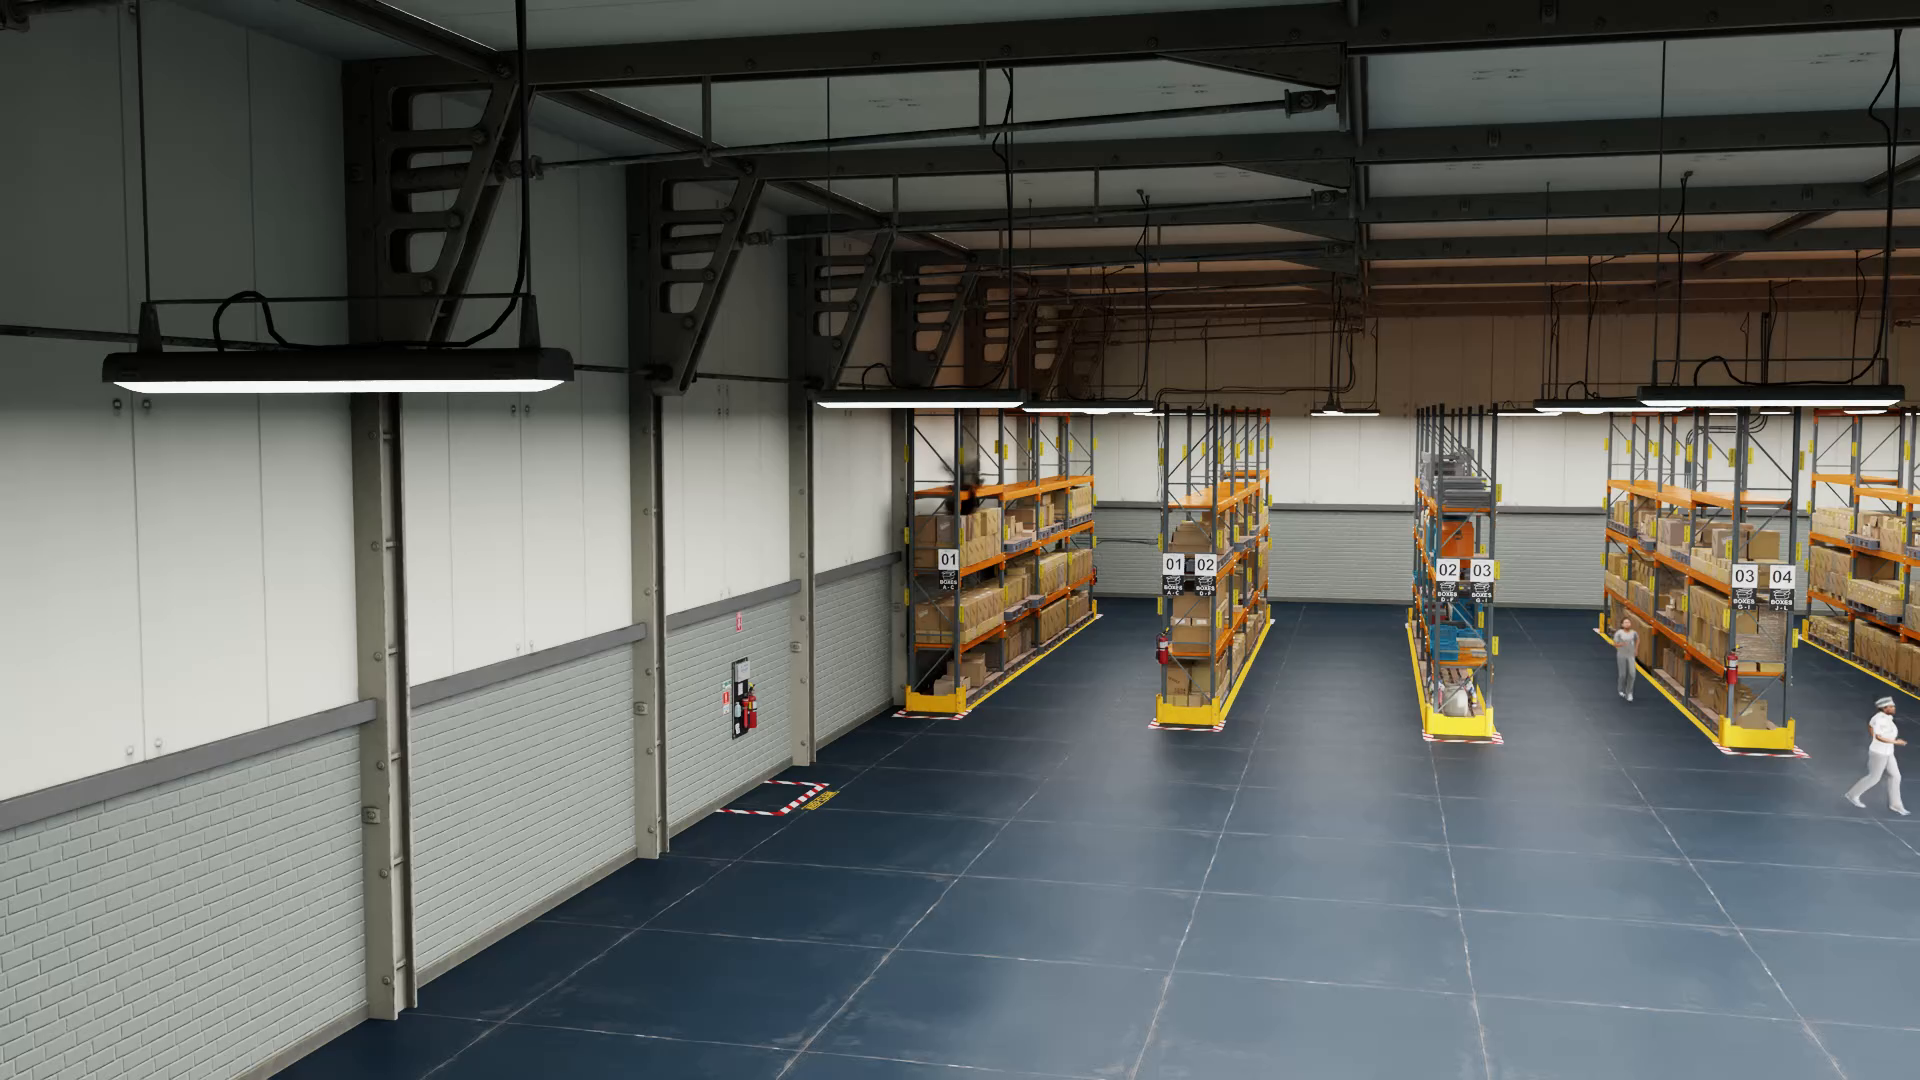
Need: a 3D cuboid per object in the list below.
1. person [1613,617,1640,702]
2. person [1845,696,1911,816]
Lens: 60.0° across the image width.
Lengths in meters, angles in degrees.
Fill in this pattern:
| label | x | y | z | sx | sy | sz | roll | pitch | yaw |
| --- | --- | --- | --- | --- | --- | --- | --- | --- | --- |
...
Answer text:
| label | x | y | z | sx | sy | sz | roll | pitch | yaw |
| --- | --- | --- | --- | --- | --- | --- | --- | --- | --- |
| person | 13.580 | 2.423 | 33.883 | 0.544 | 1.705 | 0.691 | 1 | 4 | 13 |
| person | 13.367 | 3.117 | 24.173 | 0.846 | 1.729 | 0.571 | 4 | 6 | 42 |
